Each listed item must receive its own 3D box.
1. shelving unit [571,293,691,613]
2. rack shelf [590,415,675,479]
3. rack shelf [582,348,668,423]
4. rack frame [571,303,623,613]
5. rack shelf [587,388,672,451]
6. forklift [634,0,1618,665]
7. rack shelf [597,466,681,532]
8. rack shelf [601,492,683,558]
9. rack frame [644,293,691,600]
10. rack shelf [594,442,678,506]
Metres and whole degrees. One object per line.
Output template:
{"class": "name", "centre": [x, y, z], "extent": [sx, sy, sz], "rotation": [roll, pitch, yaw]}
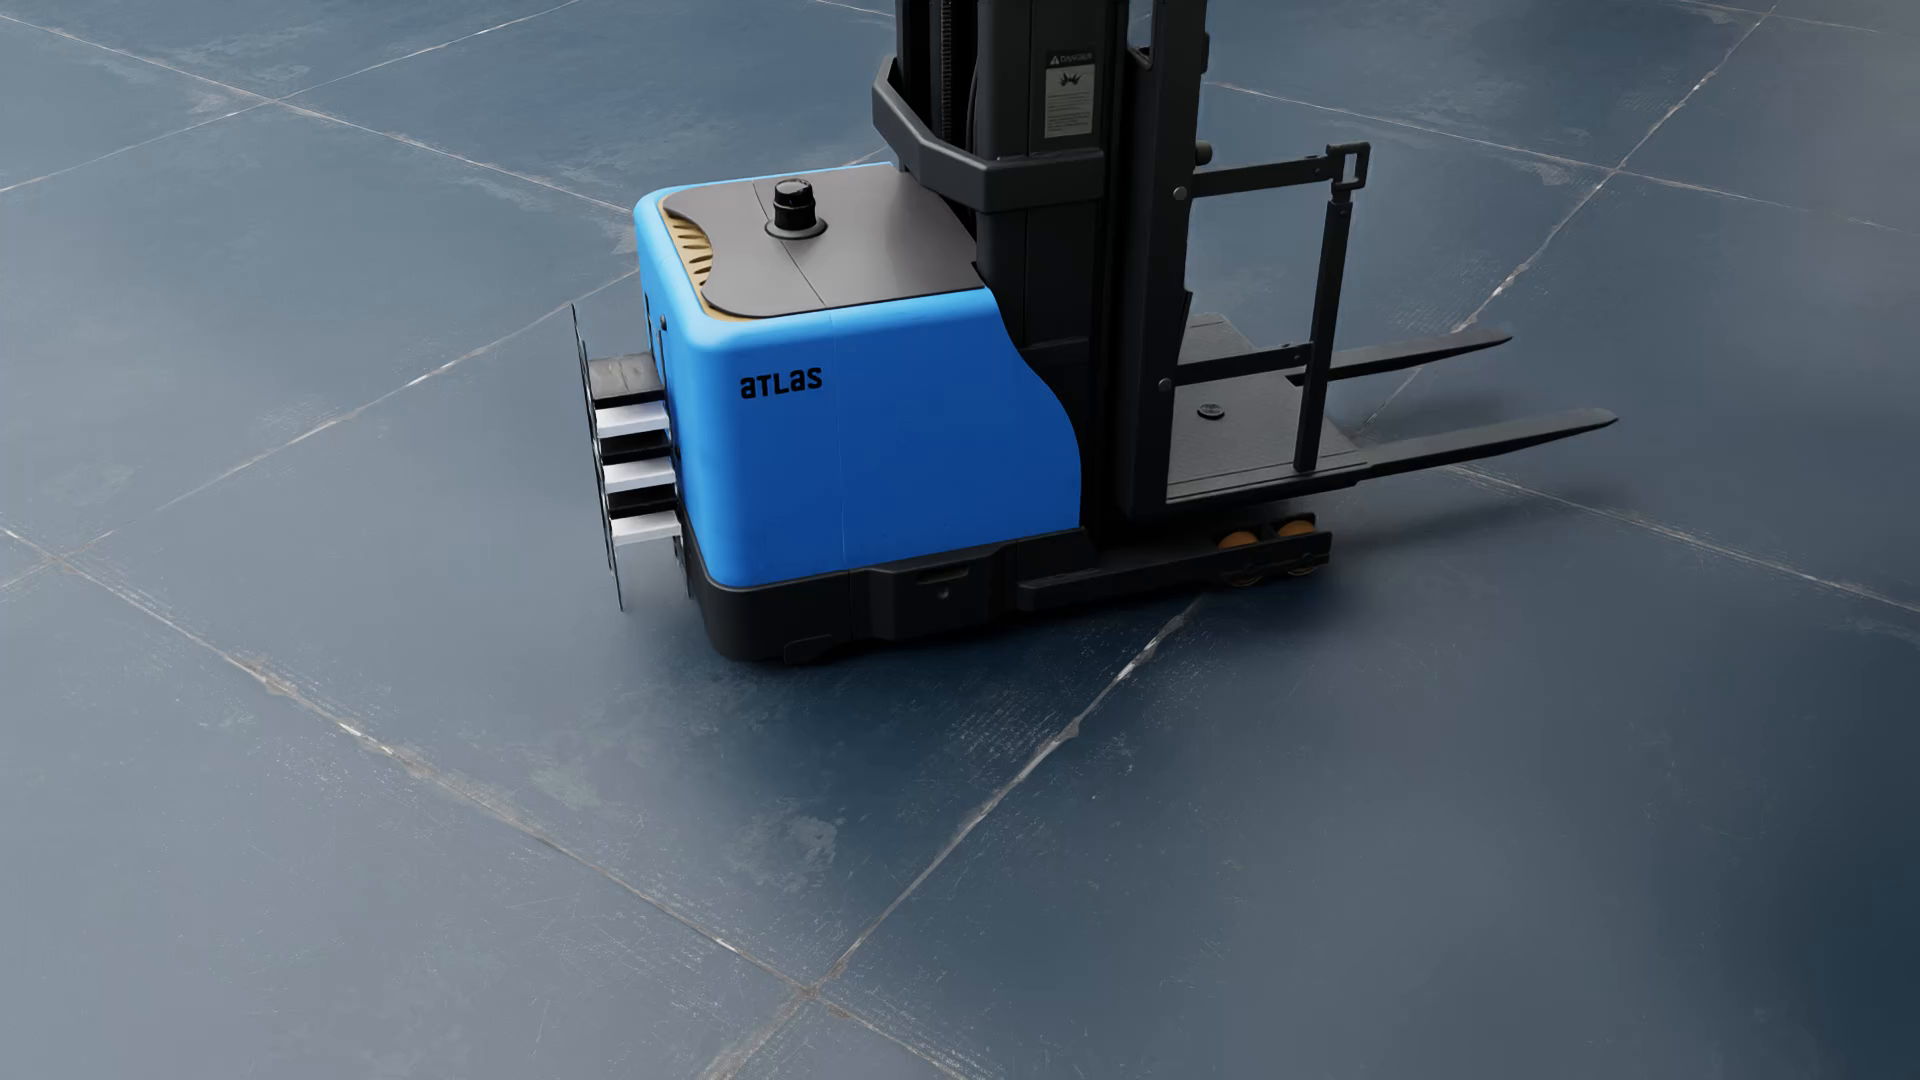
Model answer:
{"class": "shelving unit", "centre": [-0.943, -0.239, 4.800], "extent": [0.210, 0.900, 0.258], "rotation": [-10, 35, -15]}
{"class": "rack shelf", "centre": [-0.943, -0.286, 4.769], "extent": [0.200, 0.077, 0.258], "rotation": [-10, 35, -15]}
{"class": "rack shelf", "centre": [-0.943, -0.435, 4.668], "extent": [0.200, 0.077, 0.258], "rotation": [-10, 35, -15]}
{"class": "rack frame", "centre": [-1.040, -0.222, 4.774], "extent": [0.006, 0.900, 0.240], "rotation": [-10, 35, -15]}
{"class": "rack shelf", "centre": [-0.943, -0.361, 4.718], "extent": [0.200, 0.077, 0.258], "rotation": [-10, 35, -15]}
{"class": "forklift", "centre": [0.614, -1.343, 4.620], "extent": [3.031, 2.935, 1.130], "rotation": [-10, 35, -15]}
{"class": "rack shelf", "centre": [-0.943, -0.137, 4.869], "extent": [0.200, 0.077, 0.258], "rotation": [-10, 35, -15]}
{"class": "rack shelf", "centre": [-0.943, -0.062, 4.920], "extent": [0.200, 0.077, 0.258], "rotation": [-10, 35, -15]}
{"class": "rack frame", "centre": [-0.846, -0.257, 4.826], "extent": [0.006, 0.900, 0.240], "rotation": [-10, 35, -15]}
{"class": "rack shelf", "centre": [-0.943, -0.212, 4.819], "extent": [0.200, 0.077, 0.258], "rotation": [-10, 35, -15]}
